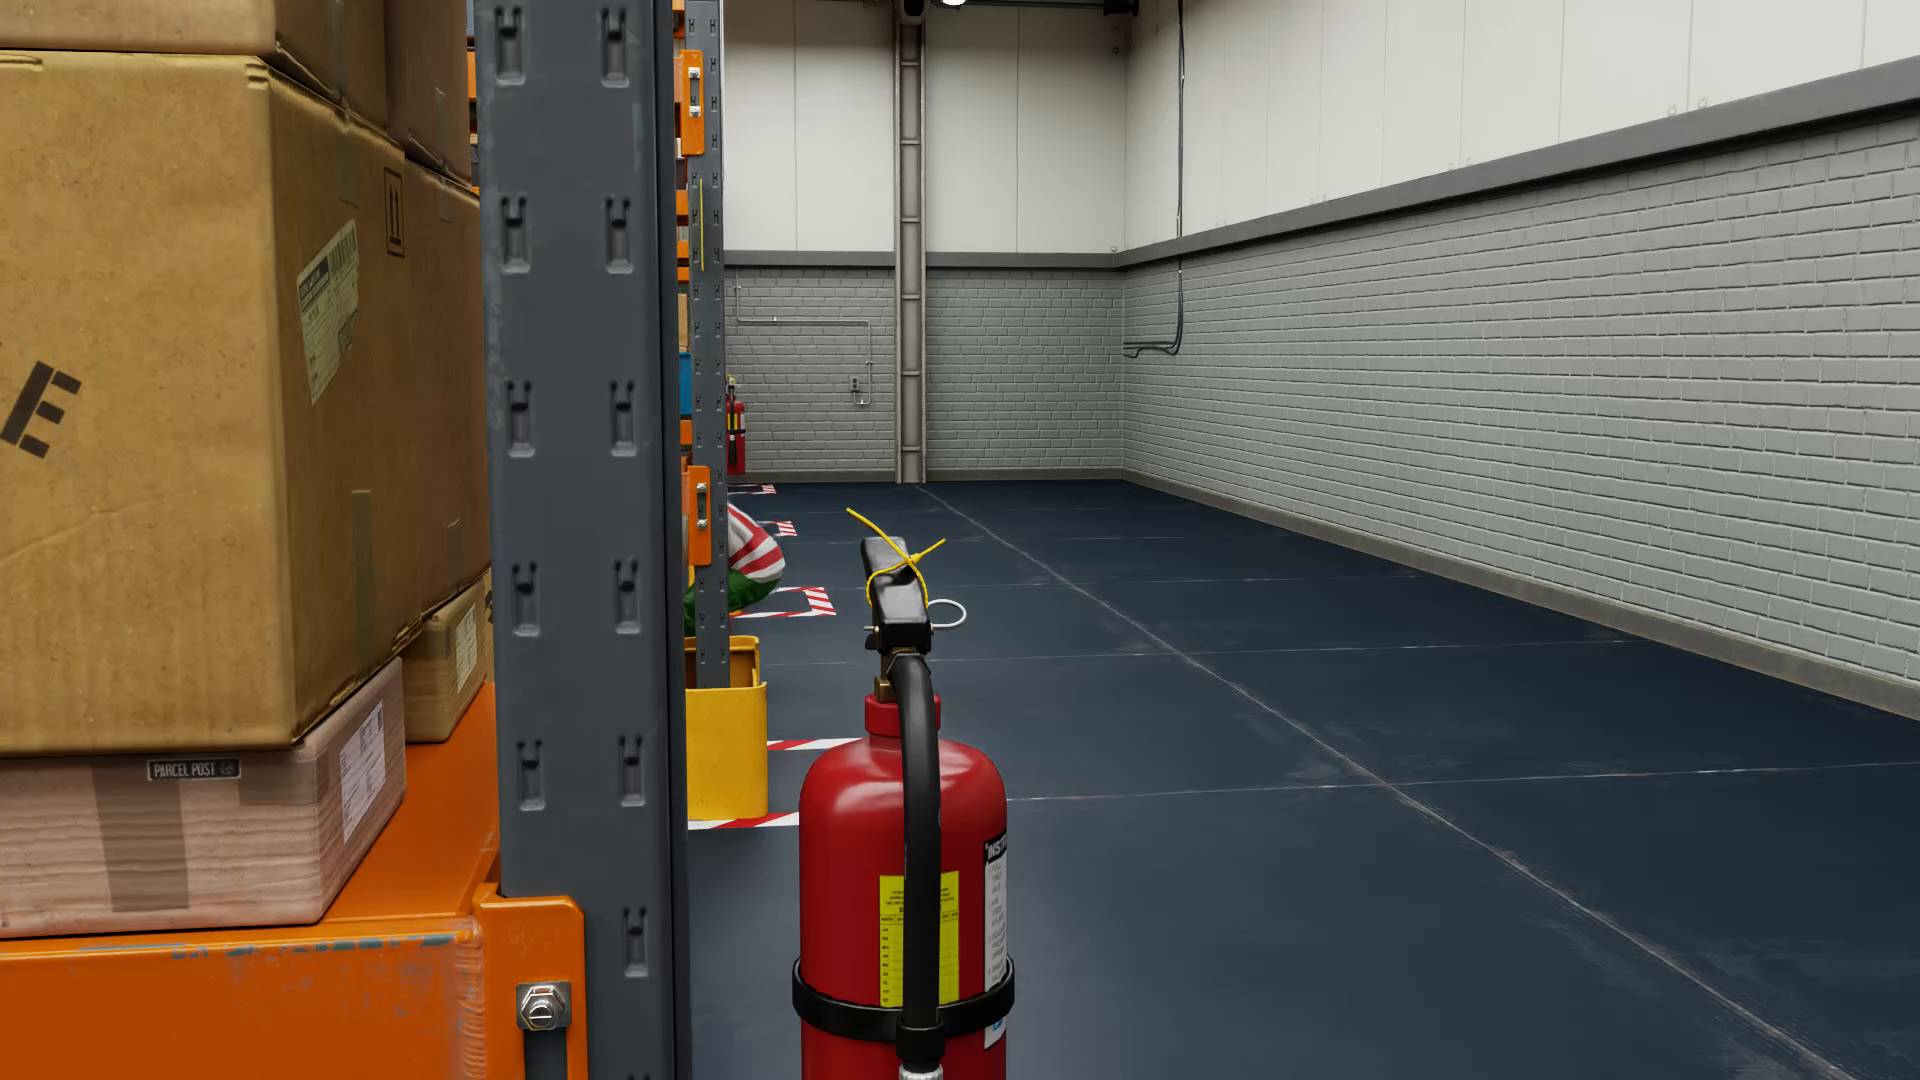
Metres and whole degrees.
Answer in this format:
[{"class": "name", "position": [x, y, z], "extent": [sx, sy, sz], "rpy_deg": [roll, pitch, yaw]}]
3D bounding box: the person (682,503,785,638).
[{"class": "person", "position": [-1.313, 0.205, 8.491], "extent": [0.845, 1.186, 0.586], "rpy_deg": [-1, 6, -9]}]
